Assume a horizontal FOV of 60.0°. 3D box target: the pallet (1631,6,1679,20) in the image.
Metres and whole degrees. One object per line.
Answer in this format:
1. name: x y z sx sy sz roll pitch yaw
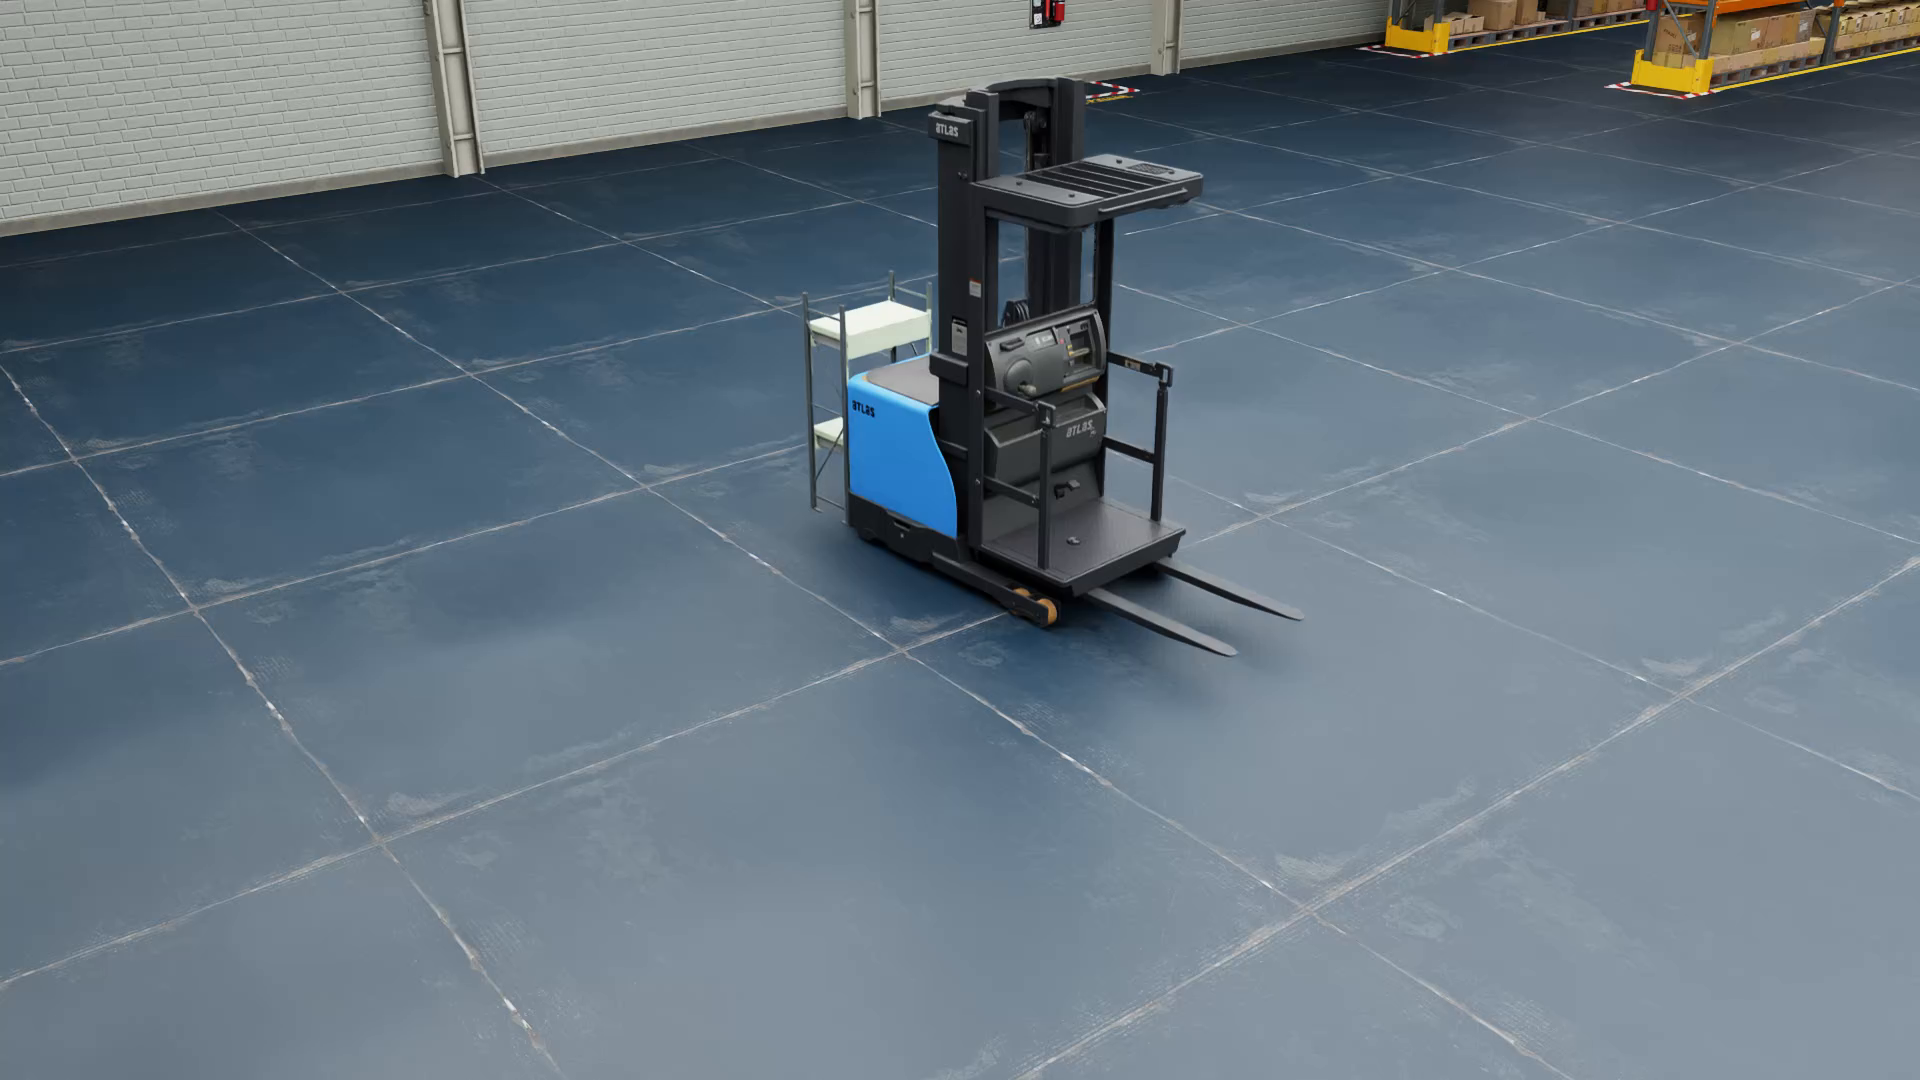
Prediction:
1. pallet: 13.727 -10.698 33.549 1.213 0.211 1.003 -18 31 -34

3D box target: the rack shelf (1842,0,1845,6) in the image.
1. rack shelf: 15.828 -9.679 28.897 4.000 0.370 1.077 -18 31 -34

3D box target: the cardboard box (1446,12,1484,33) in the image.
1. cardboard box: 9.096 -9.365 30.036 0.500 0.311 0.500 -15 29 -30

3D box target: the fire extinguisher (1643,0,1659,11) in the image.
1. fire extinguisher: 10.727 -8.535 25.669 0.183 0.674 0.296 -18 31 -34

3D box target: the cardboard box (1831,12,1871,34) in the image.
1. cardboard box: 15.131 -8.837 28.328 0.500 0.311 0.500 -19 31 -35

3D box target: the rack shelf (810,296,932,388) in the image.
1. rack shelf: -0.591 -1.295 10.831 0.720 0.370 0.431 -22 33 -38

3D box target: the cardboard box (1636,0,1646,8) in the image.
1. cardboard box: 13.331 -10.931 33.187 0.500 0.500 0.700 -18 31 -34

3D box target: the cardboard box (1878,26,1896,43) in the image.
1. cardboard box: 15.935 -8.851 29.026 0.500 0.250 0.500 -18 30 -33

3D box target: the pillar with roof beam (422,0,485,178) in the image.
1. pillar with roof beam: -3.444 -7.174 15.519 0.400 9.000 9.100 -18 31 -34

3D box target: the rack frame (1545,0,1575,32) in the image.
1. rack frame: 11.195 -11.126 31.160 0.127 3.000 1.000 -18 31 -34

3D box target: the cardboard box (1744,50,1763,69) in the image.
1. cardboard box: 12.451 -7.716 26.581 0.500 0.250 0.500 -18 31 -34

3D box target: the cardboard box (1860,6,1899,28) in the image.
1. cardboard box: 15.943 -9.108 28.913 0.500 0.311 0.500 -17 30 -33

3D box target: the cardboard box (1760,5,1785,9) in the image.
1. cardboard box: 13.308 -8.620 27.637 0.500 0.500 0.500 -18 31 -34

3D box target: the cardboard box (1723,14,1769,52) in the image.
1. cardboard box: 12.444 -8.060 26.431 0.500 0.500 0.500 -18 31 -34

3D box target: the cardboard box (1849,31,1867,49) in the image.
1. cardboard box: 15.128 -8.584 28.450 0.500 0.250 0.500 -17 30 -33

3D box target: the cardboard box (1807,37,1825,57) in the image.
1. cardboard box: 14.025 -8.236 27.701 0.500 0.250 0.500 -18 31 -34

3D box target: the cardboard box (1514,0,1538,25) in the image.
1. cardboard box: 10.403 -9.909 30.984 0.500 0.500 0.500 -21 32 -38

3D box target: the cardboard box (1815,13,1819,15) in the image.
1. cardboard box: 14.396 -8.884 28.430 0.500 0.311 0.500 -18 31 -34

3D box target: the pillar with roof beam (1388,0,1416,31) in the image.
1. pillar with roof beam: 10.721 -11.850 25.594 0.400 9.000 9.100 -18 31 -34

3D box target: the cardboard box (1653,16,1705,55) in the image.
1. cardboard box: 11.345 -7.968 26.232 0.500 0.500 0.500 -18 31 -34

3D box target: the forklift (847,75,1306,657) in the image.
1. forklift: 0.655 -1.066 9.564 1.130 2.935 3.031 -22 33 -38

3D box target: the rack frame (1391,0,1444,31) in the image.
1. rack frame: 8.047 -10.087 28.921 0.127 3.000 1.000 -18 31 -34

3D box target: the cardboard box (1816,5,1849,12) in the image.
1. cardboard box: 15.196 -9.150 29.003 0.500 0.311 0.500 -18 31 -34

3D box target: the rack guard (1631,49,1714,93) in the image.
1. rack guard: 11.088 -7.307 25.900 0.348 0.500 1.175 -18 31 -34

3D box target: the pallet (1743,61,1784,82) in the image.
1. pallet: 12.642 -7.710 27.111 1.213 0.211 1.003 -18 31 -34

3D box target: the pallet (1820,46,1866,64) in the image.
1. pallet: 14.810 -8.425 28.653 1.213 0.211 1.003 -18 31 -34

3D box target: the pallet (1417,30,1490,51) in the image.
1. pallet: 8.768 -9.041 29.980 1.213 0.211 1.003 -18 31 -34

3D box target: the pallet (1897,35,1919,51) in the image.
1. pallet: 16.730 -9.059 30.019 1.213 0.211 1.003 -18 31 -34

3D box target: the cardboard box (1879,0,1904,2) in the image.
1. cardboard box: 16.809 -9.684 30.154 0.500 0.311 0.500 -17 30 -32

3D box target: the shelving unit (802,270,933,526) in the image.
1. shelving unit: -0.591 -0.941 10.995 0.755 1.500 0.431 -22 33 -38

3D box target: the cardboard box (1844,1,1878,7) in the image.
1. cardboard box: 15.998 -9.413 29.570 0.500 0.311 0.500 -19 31 -35

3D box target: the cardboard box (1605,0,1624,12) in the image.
1. cardboard box: 12.566 -10.658 32.599 0.500 0.500 0.700 -18 30 -33

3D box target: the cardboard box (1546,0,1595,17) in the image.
1. cardboard box: 11.764 -10.388 32.017 0.500 0.500 0.700 -17 30 -32

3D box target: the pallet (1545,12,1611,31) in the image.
1. pallet: 11.807 -10.064 32.183 1.213 0.211 1.003 -18 31 -34

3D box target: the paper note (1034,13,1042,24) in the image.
1. paper note: 1.193 -7.945 25.351 0.142 0.148 0.016 -18 31 -34

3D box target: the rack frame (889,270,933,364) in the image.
1. rack frame: -0.325 -1.046 11.223 0.023 1.500 0.400 -22 33 -38

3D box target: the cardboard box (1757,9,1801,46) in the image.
1. cardboard box: 13.233 -8.319 26.989 0.500 0.500 0.500 -18 31 -34

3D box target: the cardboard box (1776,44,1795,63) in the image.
1. cardboard box: 13.241 -7.975 27.138 0.500 0.250 0.500 -18 31 -34

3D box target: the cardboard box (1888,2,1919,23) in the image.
1. cardboard box: 16.737 -9.368 29.473 0.500 0.311 0.500 -19 31 -35

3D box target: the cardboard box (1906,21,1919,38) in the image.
1. cardboard box: 16.735 -9.116 29.596 0.500 0.250 0.500 -19 31 -35

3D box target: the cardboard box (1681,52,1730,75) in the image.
1. cardboard box: 11.666 -7.456 26.019 0.500 0.250 0.500 -18 31 -34

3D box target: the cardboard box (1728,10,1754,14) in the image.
1. cardboard box: 12.517 -8.362 27.081 0.500 0.500 0.500 -18 31 -34
